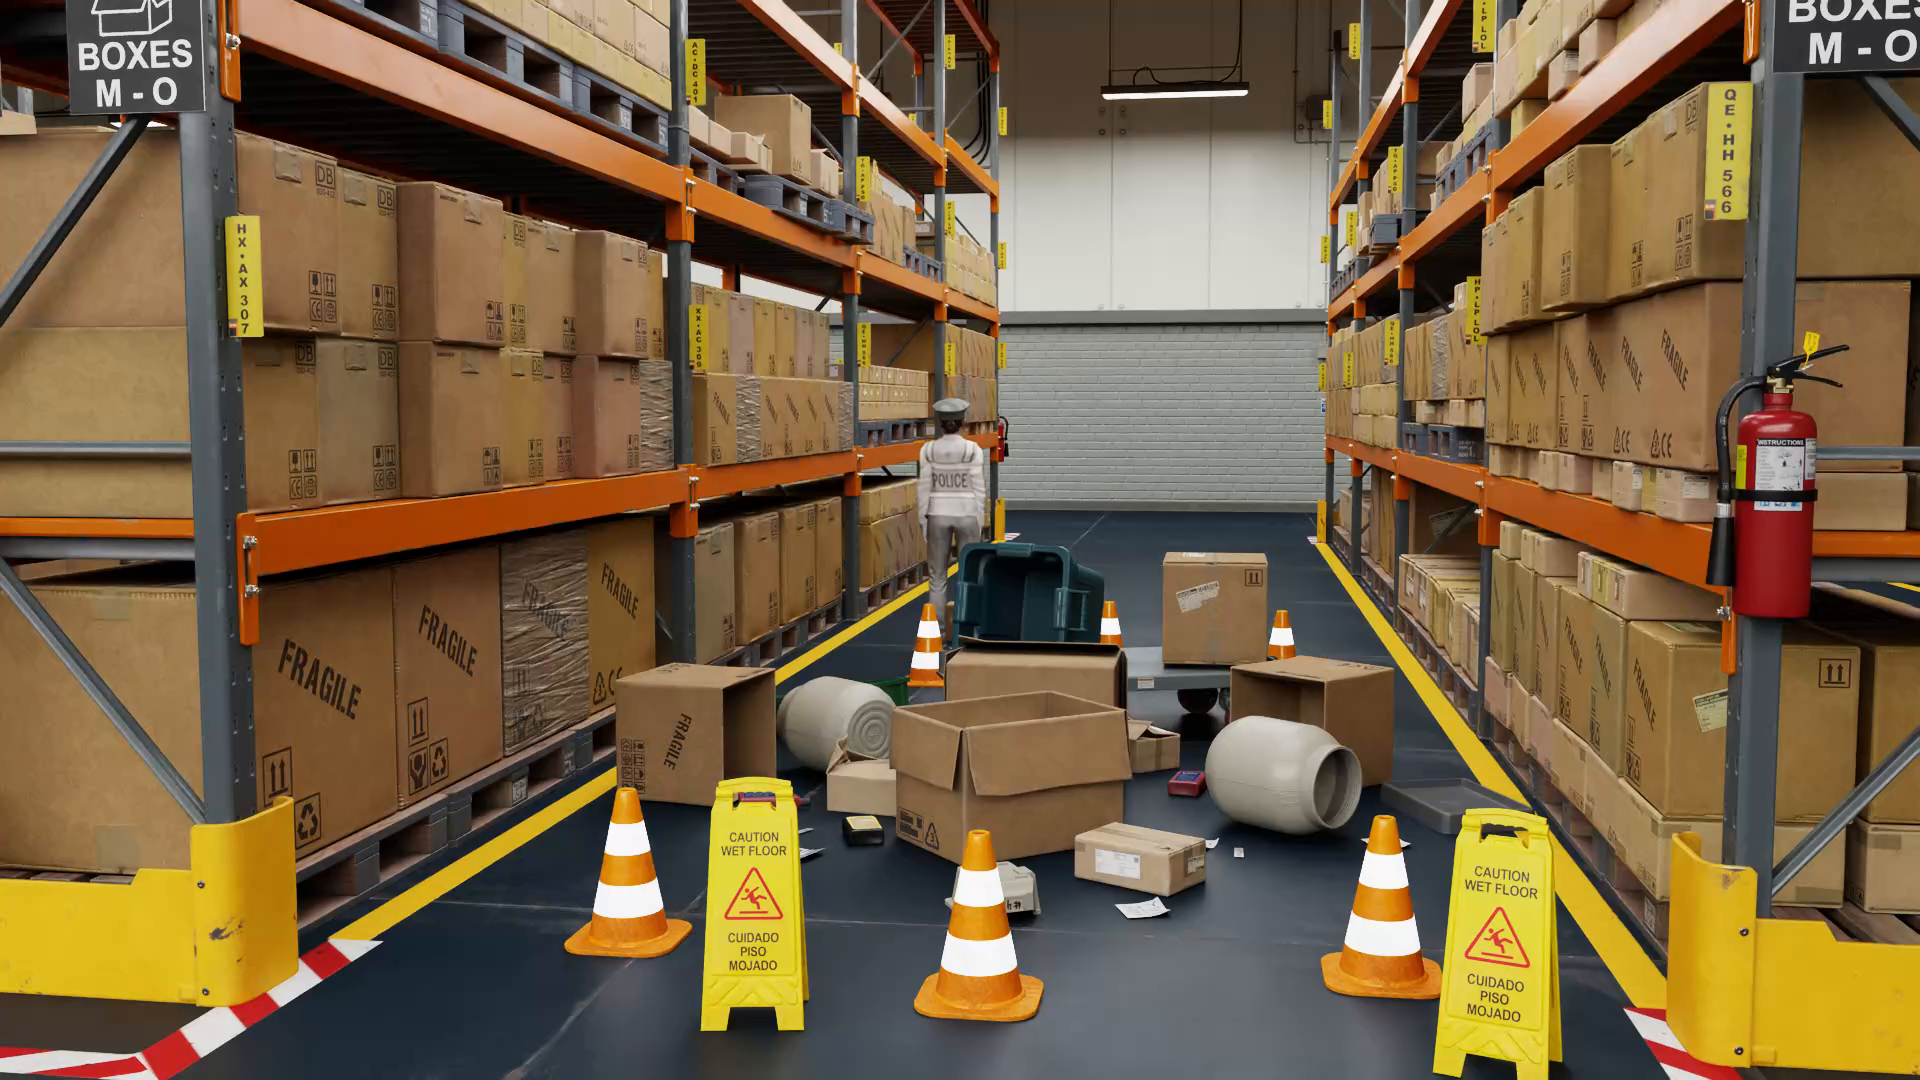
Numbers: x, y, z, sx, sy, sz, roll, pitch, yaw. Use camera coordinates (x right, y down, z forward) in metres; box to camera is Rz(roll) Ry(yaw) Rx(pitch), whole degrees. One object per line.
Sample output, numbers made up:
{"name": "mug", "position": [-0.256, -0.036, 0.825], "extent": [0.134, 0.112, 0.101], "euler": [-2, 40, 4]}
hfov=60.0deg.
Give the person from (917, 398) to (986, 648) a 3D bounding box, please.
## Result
{"name": "person", "position": [-0.054, -0.106, 11.104], "extent": [0.466, 1.682, 0.344], "euler": [1, 5, 10]}
